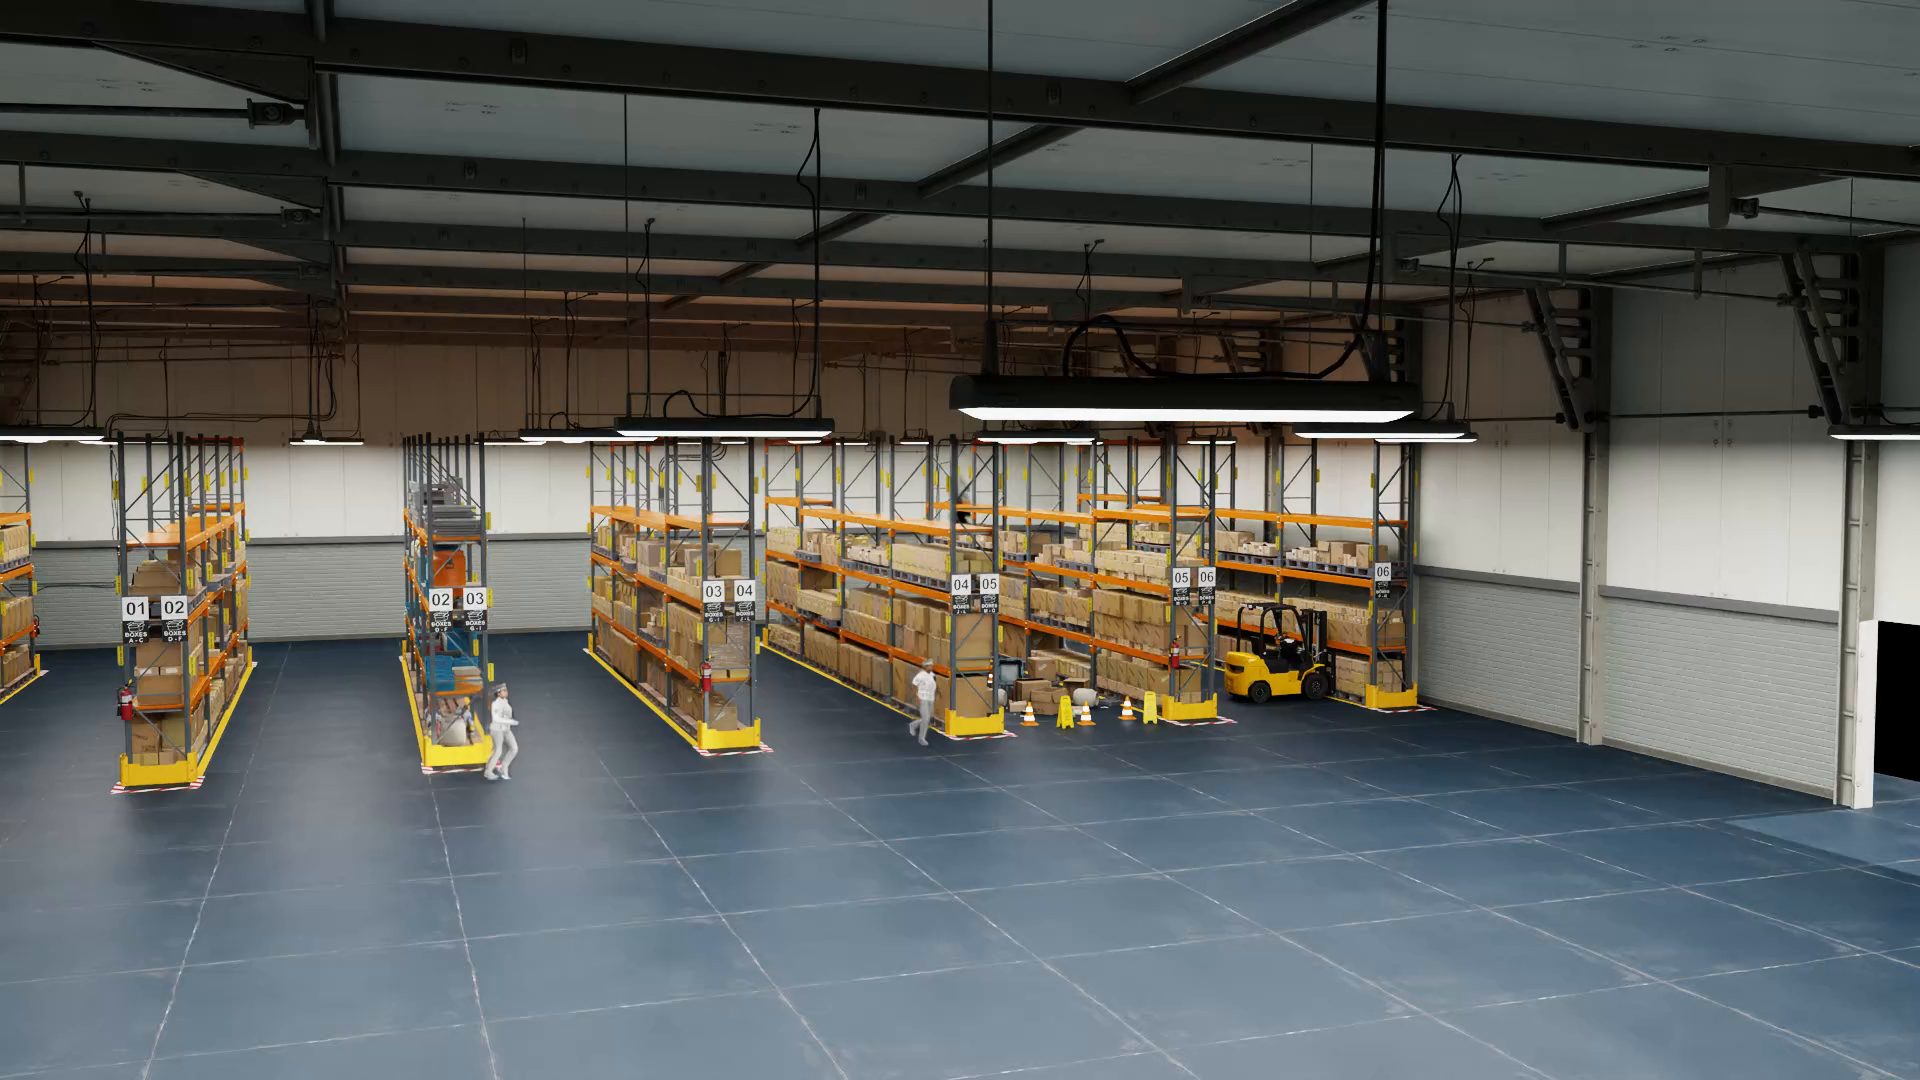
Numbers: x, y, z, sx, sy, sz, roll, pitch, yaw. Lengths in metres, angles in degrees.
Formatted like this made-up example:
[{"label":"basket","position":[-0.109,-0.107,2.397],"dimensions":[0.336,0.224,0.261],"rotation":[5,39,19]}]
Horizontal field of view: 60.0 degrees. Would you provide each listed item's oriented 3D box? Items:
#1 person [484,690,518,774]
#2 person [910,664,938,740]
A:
[{"label":"person","position":[-7.902,3.254,28.614],"dimensions":[0.567,1.535,0.638],"rotation":[1,3,13]},{"label":"person","position":[-0.697,3.099,32.350],"dimensions":[0.576,1.499,0.614],"rotation":[3,4,44]}]
